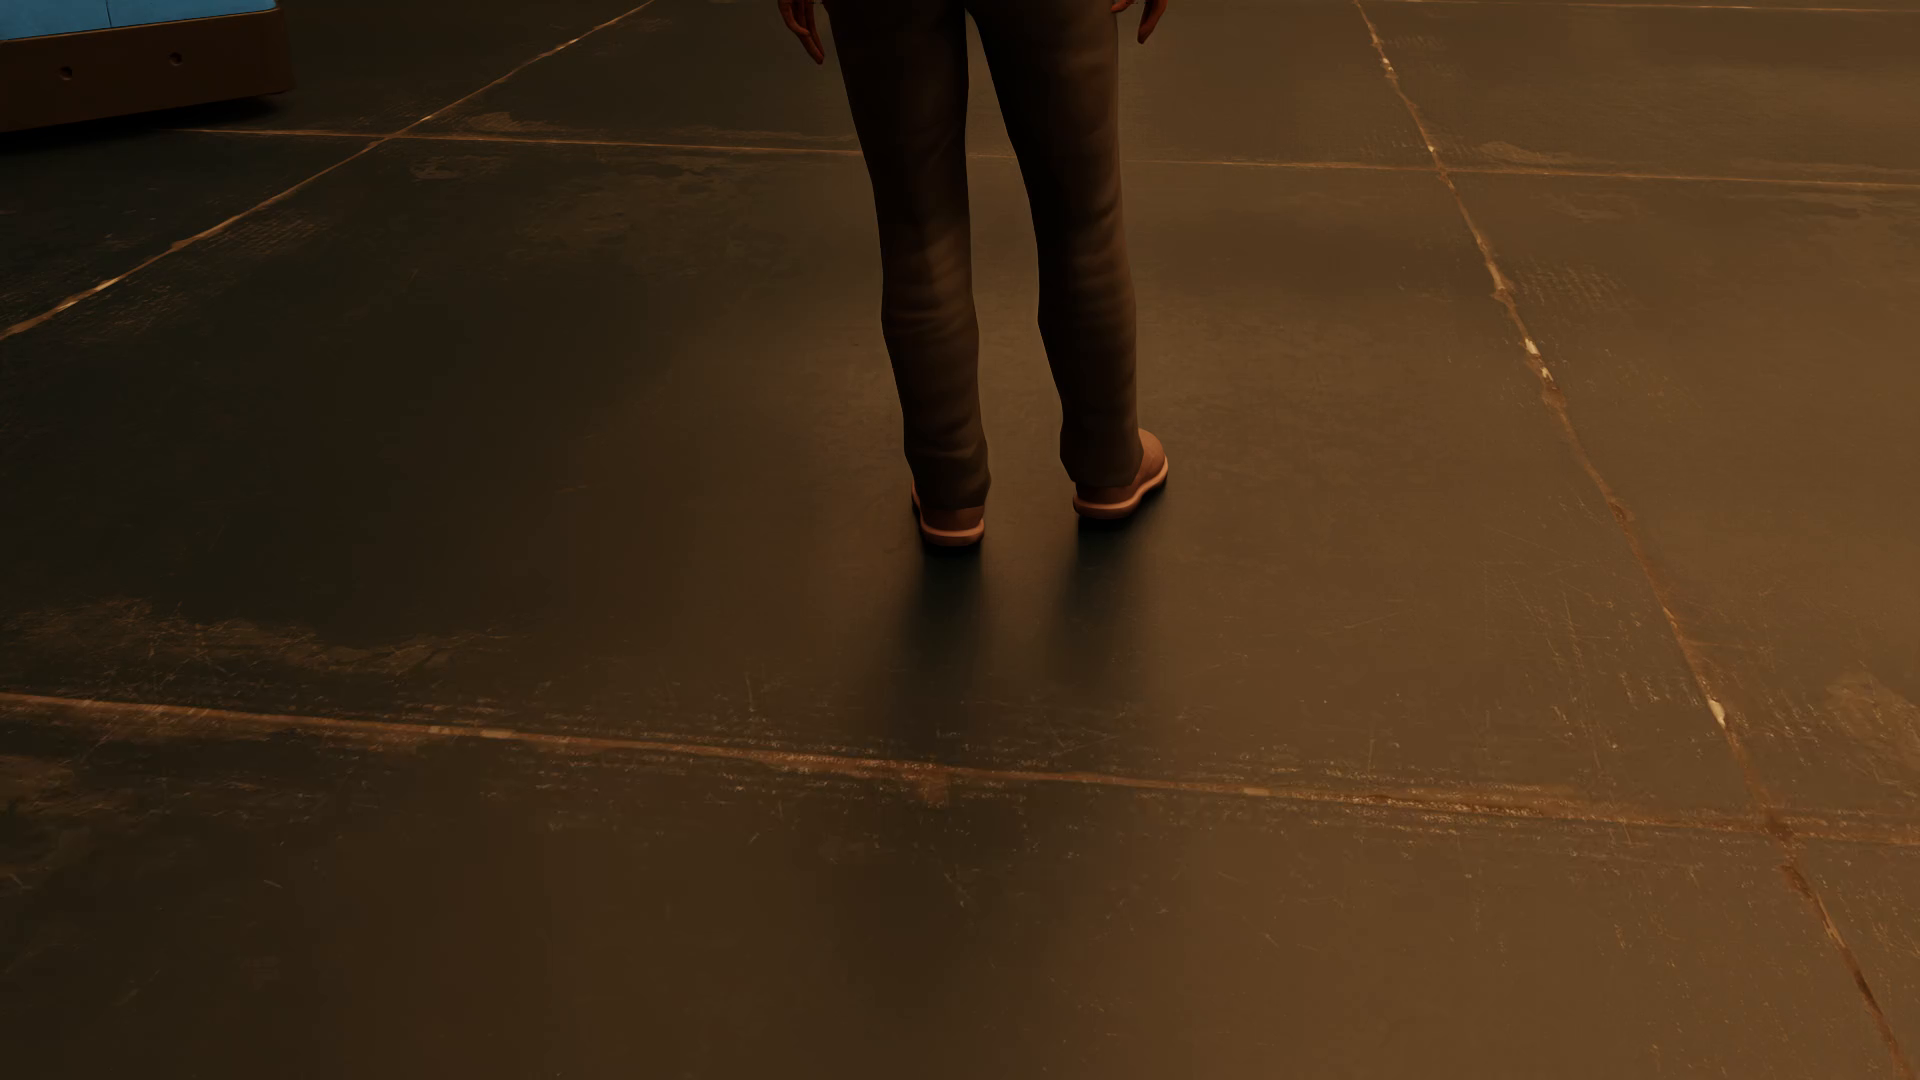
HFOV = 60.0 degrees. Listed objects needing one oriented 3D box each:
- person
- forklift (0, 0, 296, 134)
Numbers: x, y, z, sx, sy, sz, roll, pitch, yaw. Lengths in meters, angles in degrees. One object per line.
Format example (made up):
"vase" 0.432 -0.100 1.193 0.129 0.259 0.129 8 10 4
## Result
"person" 0.031 -0.785 2.204 0.570 1.656 0.501 3 27 7
"forklift" -3.436 -2.965 5.160 1.130 2.935 3.031 -23 35 -38
